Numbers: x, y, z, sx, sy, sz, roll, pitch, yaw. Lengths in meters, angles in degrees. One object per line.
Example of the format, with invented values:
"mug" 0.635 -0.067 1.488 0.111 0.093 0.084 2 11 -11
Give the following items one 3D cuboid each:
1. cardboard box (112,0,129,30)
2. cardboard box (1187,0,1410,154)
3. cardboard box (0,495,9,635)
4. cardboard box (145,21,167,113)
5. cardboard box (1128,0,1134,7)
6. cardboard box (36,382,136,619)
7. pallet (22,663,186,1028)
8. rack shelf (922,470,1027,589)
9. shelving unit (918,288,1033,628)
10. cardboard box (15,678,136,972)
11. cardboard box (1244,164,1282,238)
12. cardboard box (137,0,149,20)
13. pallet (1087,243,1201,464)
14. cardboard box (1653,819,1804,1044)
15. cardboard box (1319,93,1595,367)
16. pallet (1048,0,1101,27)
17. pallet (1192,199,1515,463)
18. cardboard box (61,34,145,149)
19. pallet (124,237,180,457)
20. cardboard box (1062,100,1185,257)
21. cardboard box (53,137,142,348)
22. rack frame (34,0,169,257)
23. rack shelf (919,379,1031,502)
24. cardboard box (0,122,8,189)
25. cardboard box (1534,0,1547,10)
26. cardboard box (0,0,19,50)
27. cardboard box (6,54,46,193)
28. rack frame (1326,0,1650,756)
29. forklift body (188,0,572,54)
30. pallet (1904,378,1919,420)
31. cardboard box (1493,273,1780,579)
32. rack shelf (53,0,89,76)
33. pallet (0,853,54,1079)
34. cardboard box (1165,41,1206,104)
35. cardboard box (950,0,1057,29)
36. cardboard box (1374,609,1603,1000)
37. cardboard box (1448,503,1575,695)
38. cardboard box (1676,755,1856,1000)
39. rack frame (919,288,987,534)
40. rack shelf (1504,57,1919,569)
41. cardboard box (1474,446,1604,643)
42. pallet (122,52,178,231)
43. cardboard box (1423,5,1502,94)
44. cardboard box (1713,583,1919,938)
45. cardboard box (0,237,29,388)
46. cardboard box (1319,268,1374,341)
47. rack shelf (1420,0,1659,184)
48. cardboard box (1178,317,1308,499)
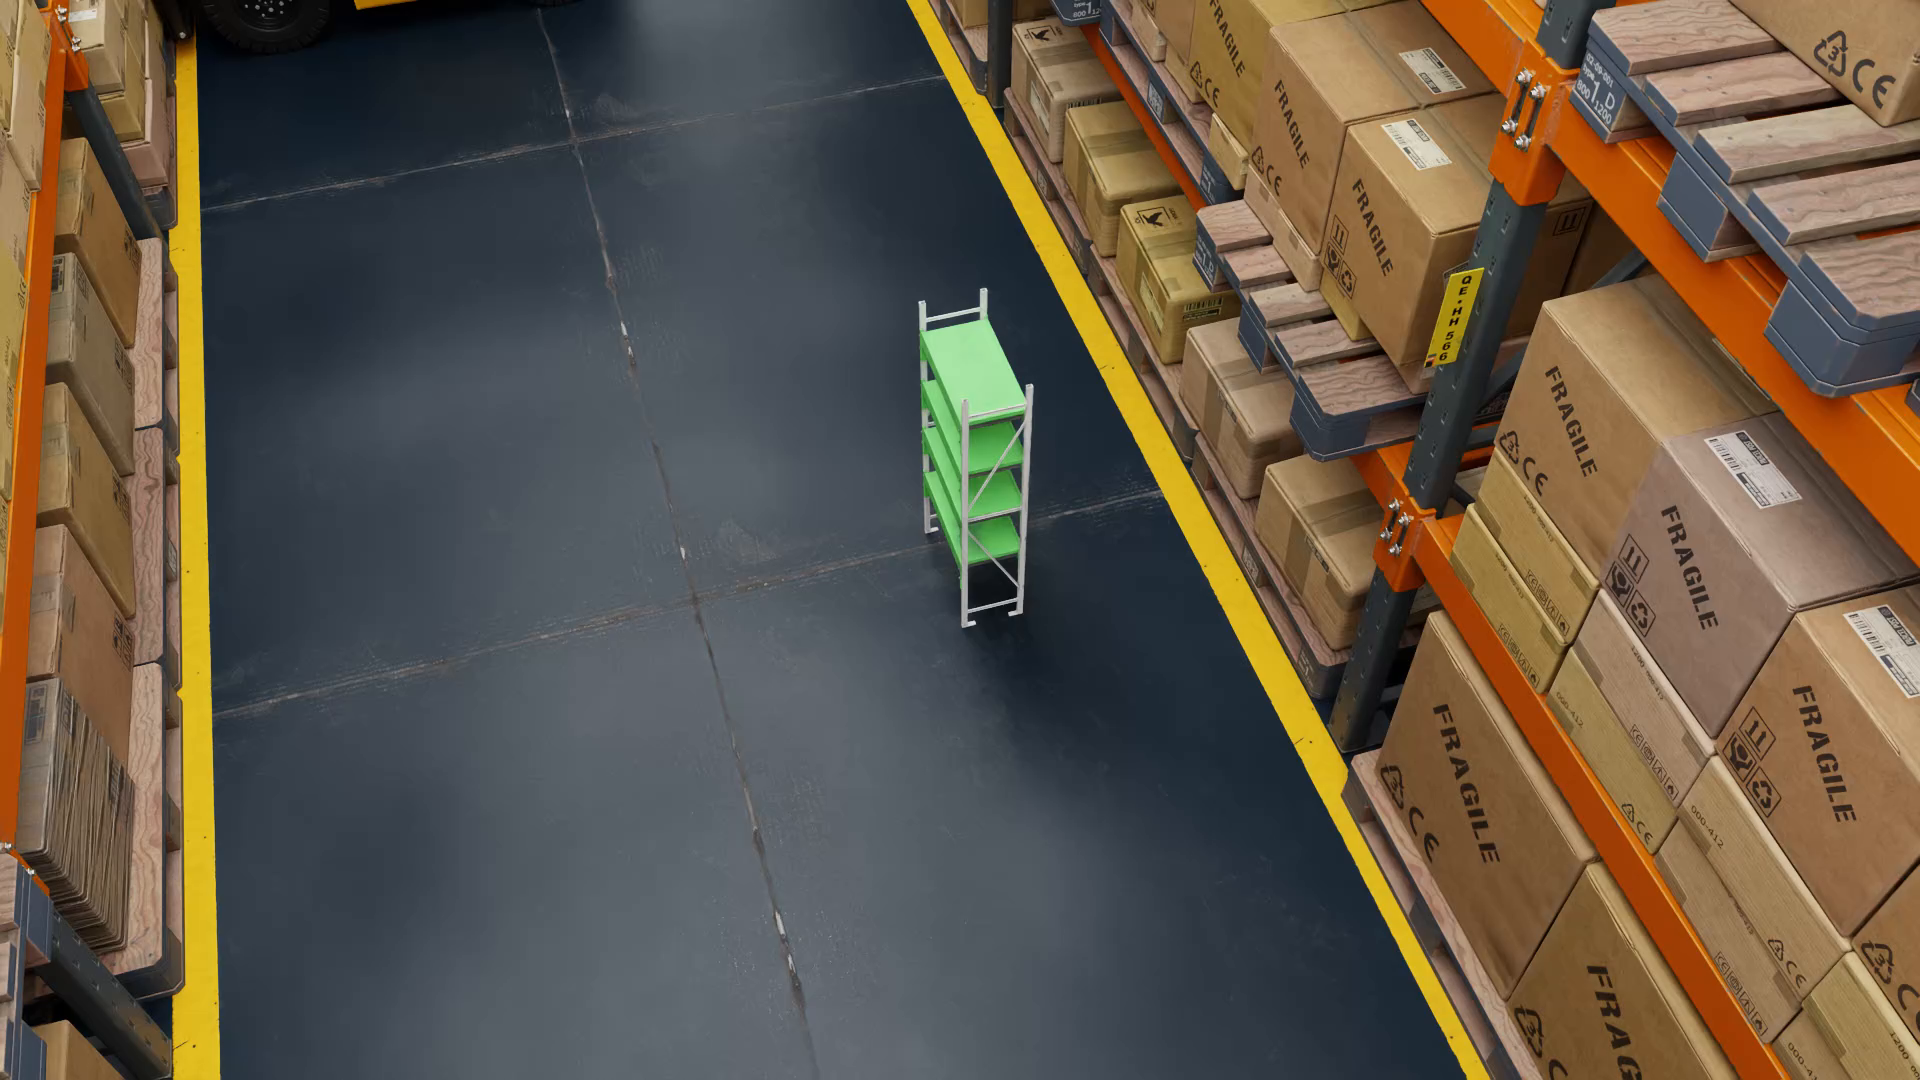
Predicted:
"cardboard box" -4.096 -2.529 7.580 0.500 0.250 0.500 -13 51 -11
"cardboard box" 1.099 -1.638 5.424 0.500 0.500 0.500 -16 52 -13
"cardboard box" -2.970 0.064 4.622 0.500 0.250 0.500 -14 51 -12
"cardboard box" -4.103 -2.203 7.958 0.500 0.250 0.500 -14 51 -12
"cardboard box" 0.821 -2.110 6.246 0.380 0.149 0.250 -13 51 -11
"cardboard box" -3.500 -0.032 5.883 0.875 0.625 0.625 -15 52 -12
"pallet" -3.134 1.052 5.515 1.003 0.211 1.213 -13 51 -11
"rack shelf" 0.049 -0.070 6.211 0.258 0.148 0.480 -13 51 -11
"shelving unit" 0.049 -0.266 5.979 0.258 1.200 0.503 -13 51 -11
"cardboard box" -3.100 0.935 5.068 0.875 0.625 0.625 -12 51 -10
"cardboard box" 1.158 -1.141 5.429 0.380 0.149 0.250 -16 52 -13
"cardboard box" -4.248 -2.728 8.075 0.500 0.250 0.500 -14 51 -11
"pallet" 1.225 -0.923 7.180 1.003 0.211 1.213 -13 51 -11
"cardboard box" 2.035 0.857 3.954 0.500 0.250 0.500 -12 51 -10
"cardboard box" 1.412 -0.894 4.797 0.500 0.500 0.500 -15 51 -12
"pallet" 0.716 -2.630 6.920 1.003 0.211 1.213 -13 51 -11
"pallet" 1.500 -0.796 5.374 1.213 0.211 1.003 -13 51 -11
"cardboard box" -3.959 -1.991 7.453 0.500 0.250 0.500 -14 51 -11
"pallet" -3.856 -0.730 7.017 1.003 0.211 1.213 -13 51 -11
"cardboard box" 1.003 -1.664 7.425 0.950 0.372 0.625 -10 51 -9
"cardboard box" -3.946 -1.149 6.825 0.875 0.625 0.625 -11 51 -9
"rack frame" -4.111 -2.158 6.397 1.000 3.000 0.127 -13 51 -11
"rack shelf" 0.049 -0.379 5.844 0.258 0.148 0.480 -13 51 -11
"cardboard box" -3.417 -1.221 5.378 0.500 0.250 0.500 -12 51 -10
"cardboard box" 1.519 -1.430 3.986 0.380 0.149 0.250 -13 51 -11
"cardboard box" -3.722 -1.970 6.010 0.500 0.250 0.500 -14 51 -12
"cardboard box" -3.558 -1.435 5.885 0.500 0.250 0.500 -14 51 -11
"rack frame" 1.812 -0.361 4.882 1.000 3.000 0.127 -13 51 -11
"forklift body" -2.991 -3.833 8.365 2.313 2.155 1.214 -13 51 -11
"pallet" 2.387 0.007 2.734 1.003 0.211 1.213 -11 51 -9
"cardboard box" 1.725 -0.300 4.112 0.500 0.500 0.500 -15 51 -12
"rack shelf" -4.703 -3.387 7.903 1.077 0.370 4.000 -13 51 -11
"pallet" -2.661 1.305 3.603 1.213 0.211 1.003 -13 51 -11
"cardboard box" 0.957 -1.716 5.914 0.380 0.149 0.250 -15 51 -12
"cardboard box" 0.198 -2.903 8.549 0.500 0.250 0.500 -11 51 -9
"cardboard box" 1.937 0.711 5.093 0.875 0.875 0.875 -14 51 -11
"cardboard box" 1.717 0.101 4.591 0.500 0.250 0.500 -14 51 -12
"cardboard box" 2.014 0.696 3.762 0.500 0.250 0.500 -13 51 -11
"rack frame" -0.023 -0.444 6.129 0.240 1.200 0.015 -13 51 -11
"rack shelf" 2.404 0.364 2.779 1.077 0.370 4.000 -13 51 -11
"cardboard box" 1.726 -0.048 4.390 0.500 0.250 0.500 -14 51 -11
"pallet" -4.306 -1.849 7.961 1.003 0.211 1.213 -13 51 -11
"cardboard box" 1.739 -1.385 5.211 0.500 0.500 0.500 -11 51 -9
"cardboard box" 2.019 0.441 3.487 0.500 0.500 0.500 -12 51 -10
"cardboard box" -3.281 -0.690 5.257 0.500 0.250 0.500 -12 51 -10
"cardboard box" 1.342 -0.782 5.126 0.380 0.149 0.250 -13 51 -10
"rack shelf" 1.221 -2.557 5.242 1.077 0.370 4.000 -13 51 -11
"cardboard box" 1.429 -0.602 6.529 0.950 0.372 0.625 -14 51 -12
